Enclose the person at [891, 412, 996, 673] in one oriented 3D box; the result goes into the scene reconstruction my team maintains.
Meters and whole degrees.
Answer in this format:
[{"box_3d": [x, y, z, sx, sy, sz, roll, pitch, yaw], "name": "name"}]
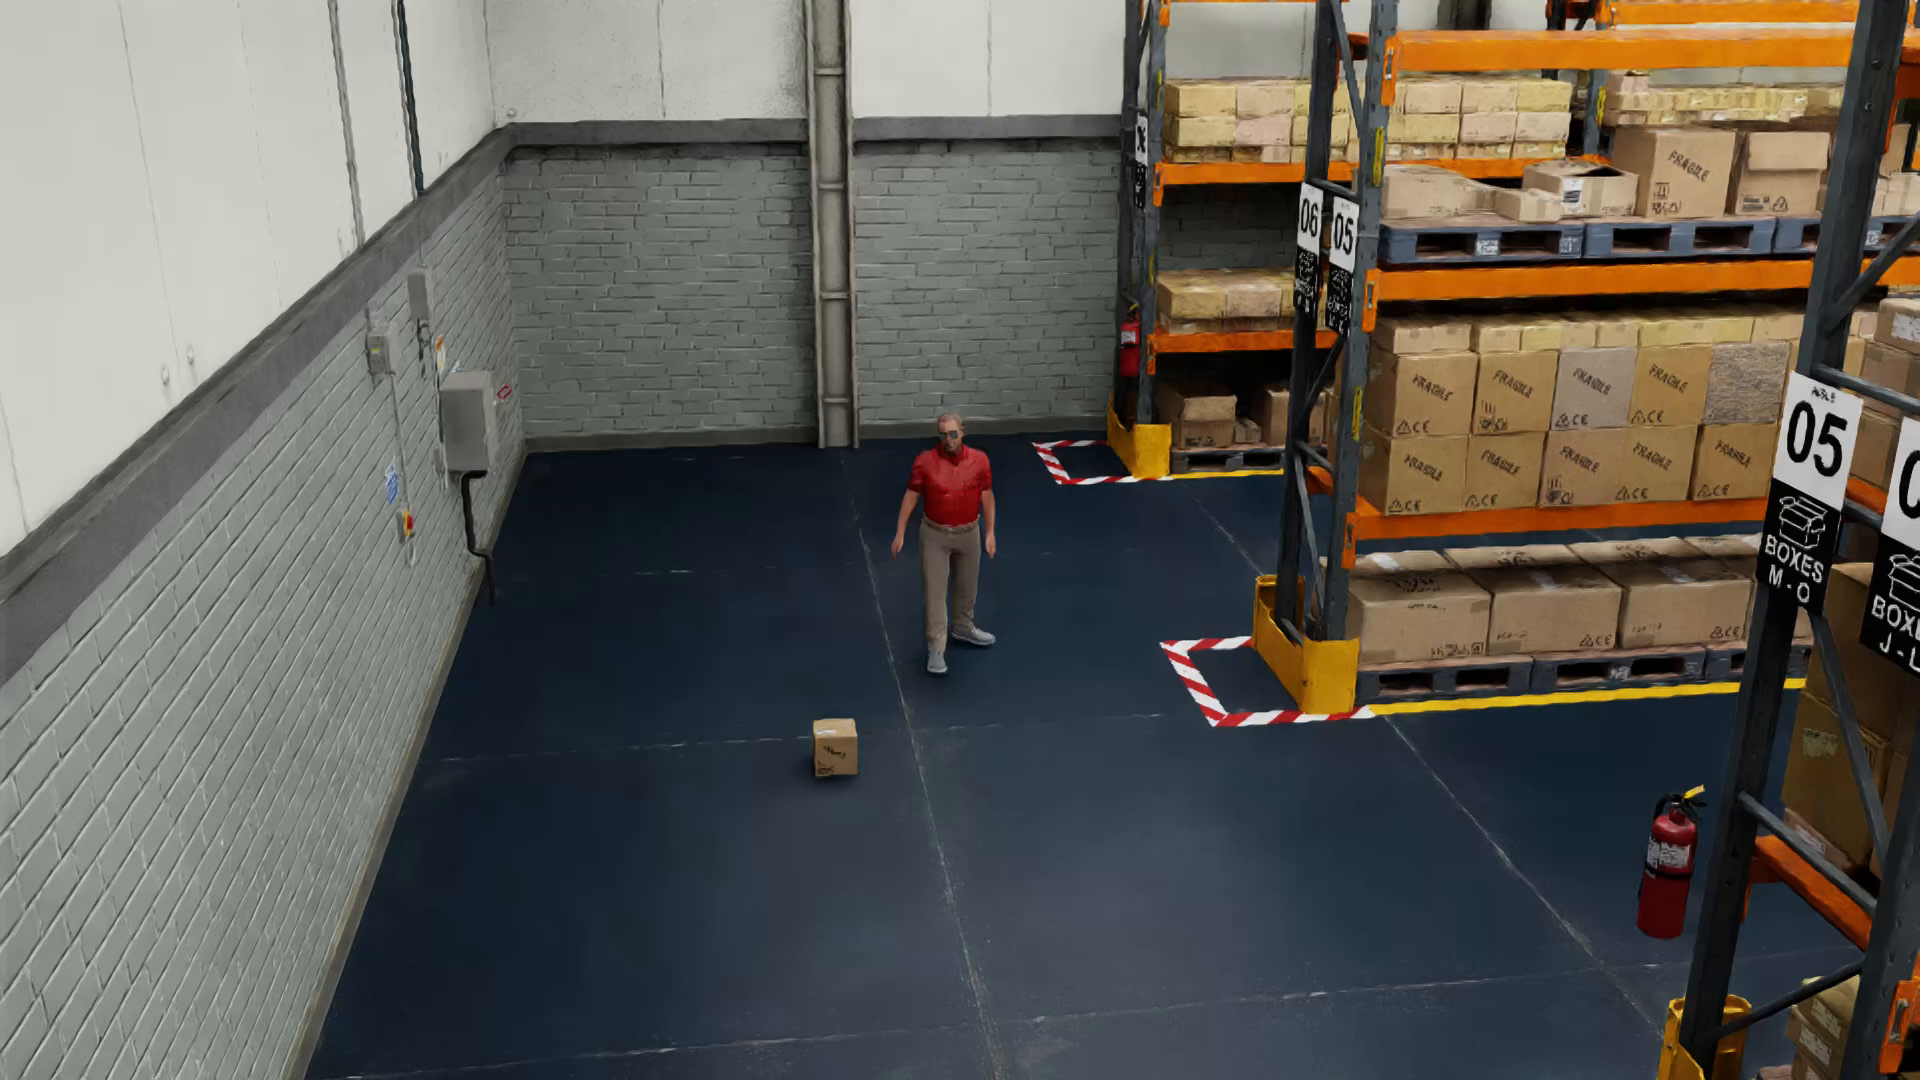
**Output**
[{"box_3d": [-0.086, -0.012, 11.105, 0.756, 1.716, 0.631, -5, 21, -14], "name": "person"}]
